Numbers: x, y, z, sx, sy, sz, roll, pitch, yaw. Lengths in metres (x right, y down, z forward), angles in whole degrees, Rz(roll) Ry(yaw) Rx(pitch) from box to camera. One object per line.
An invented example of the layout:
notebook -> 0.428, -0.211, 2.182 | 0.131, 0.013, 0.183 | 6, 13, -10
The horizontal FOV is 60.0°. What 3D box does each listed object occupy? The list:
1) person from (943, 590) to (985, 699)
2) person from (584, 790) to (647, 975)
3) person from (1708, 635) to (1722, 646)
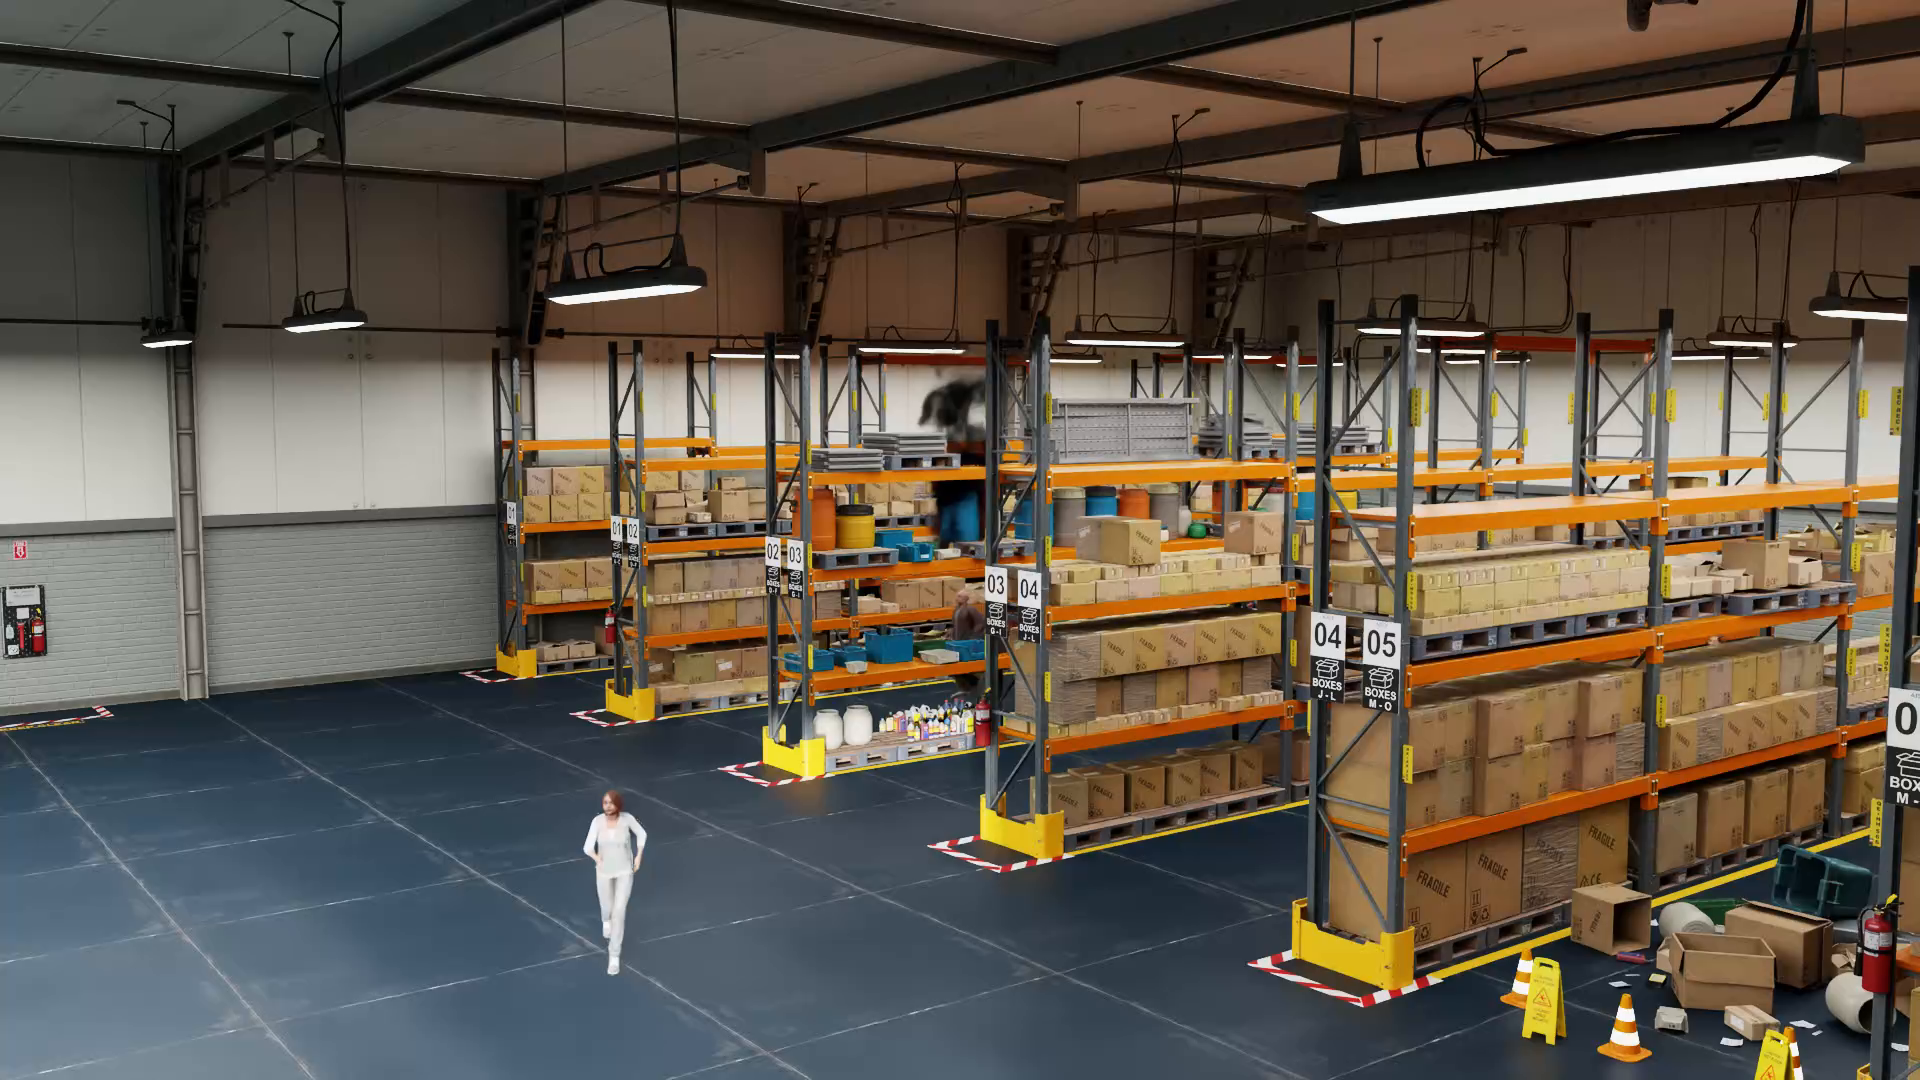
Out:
person -> 0.061, 1.671, 26.662 | 0.600, 1.749, 0.746 | -3, 6, -35
person -> -3.135, 3.048, 15.162 | 0.550, 1.598, 0.860 | 0, 5, -4
person -> 11.042, 2.201, 24.494 | 0.580, 1.684, 0.695 | 5, 7, 45
